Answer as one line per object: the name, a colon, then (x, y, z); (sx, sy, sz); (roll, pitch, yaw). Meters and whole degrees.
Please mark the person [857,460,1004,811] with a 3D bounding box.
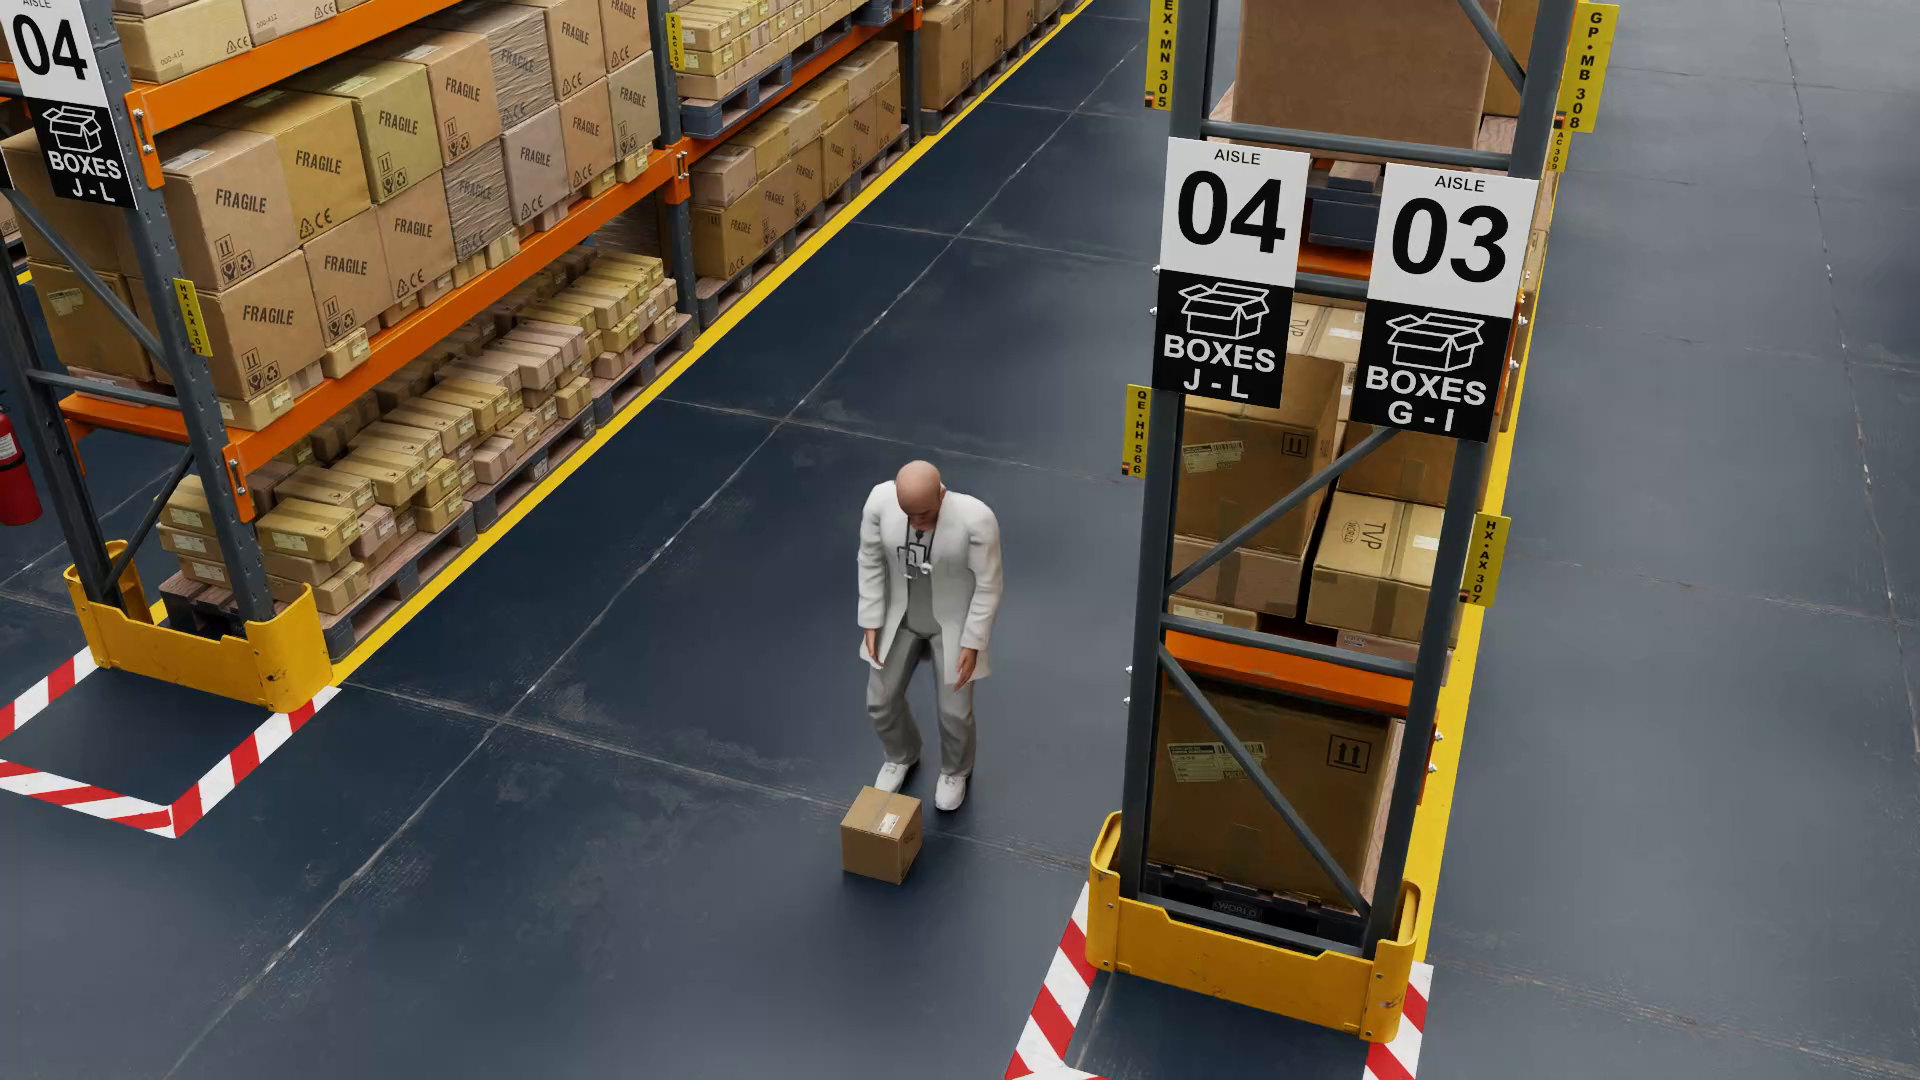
person: (-0.116, 0.347, 6.724); (0.607, 1.672, 0.503); (11, 34, 17)
